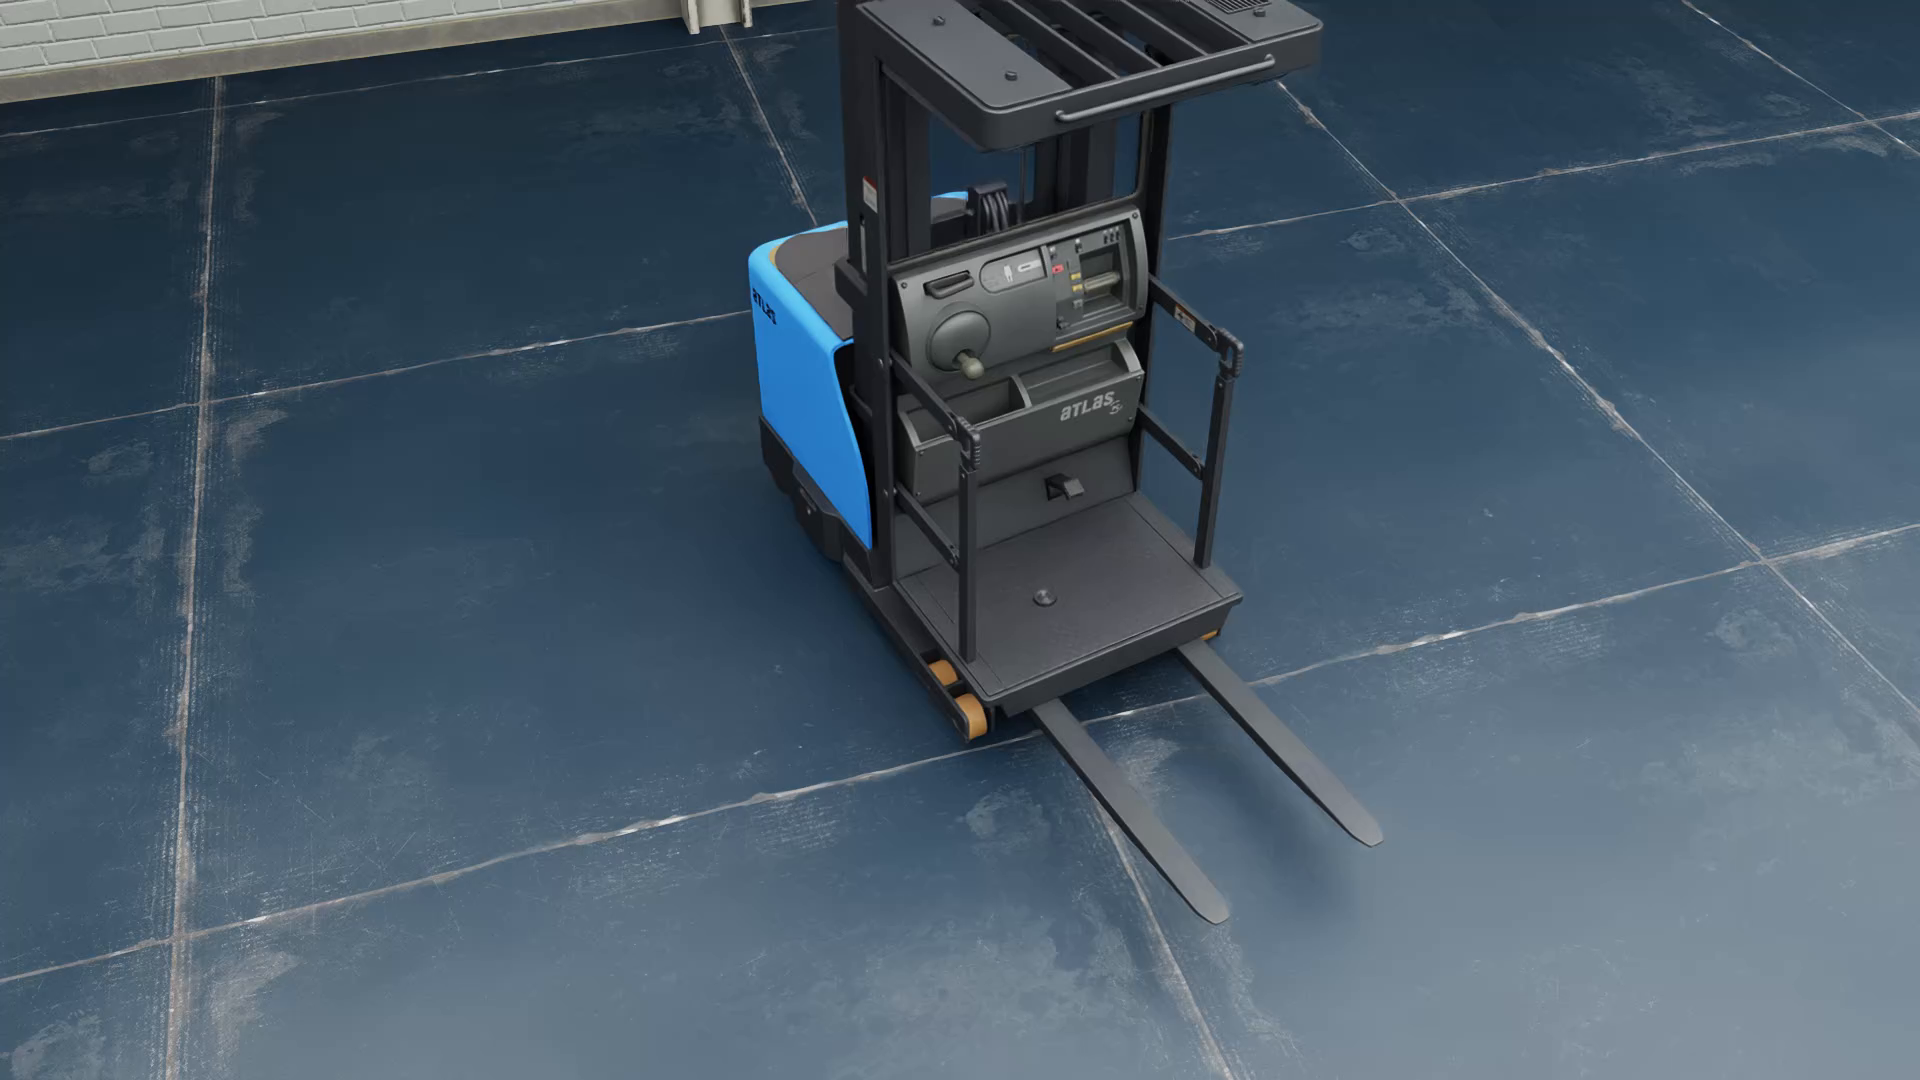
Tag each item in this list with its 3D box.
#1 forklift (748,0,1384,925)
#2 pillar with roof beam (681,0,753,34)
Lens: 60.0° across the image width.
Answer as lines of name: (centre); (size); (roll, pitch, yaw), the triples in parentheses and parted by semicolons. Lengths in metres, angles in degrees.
forklift: (0.325, -0.737, 5.366); (1.130, 2.935, 3.031); (-20, 45, -22)
pillar with roof beam: (-0.242, -3.972, 4.457); (0.400, 9.000, 9.100); (-12, 42, -13)
